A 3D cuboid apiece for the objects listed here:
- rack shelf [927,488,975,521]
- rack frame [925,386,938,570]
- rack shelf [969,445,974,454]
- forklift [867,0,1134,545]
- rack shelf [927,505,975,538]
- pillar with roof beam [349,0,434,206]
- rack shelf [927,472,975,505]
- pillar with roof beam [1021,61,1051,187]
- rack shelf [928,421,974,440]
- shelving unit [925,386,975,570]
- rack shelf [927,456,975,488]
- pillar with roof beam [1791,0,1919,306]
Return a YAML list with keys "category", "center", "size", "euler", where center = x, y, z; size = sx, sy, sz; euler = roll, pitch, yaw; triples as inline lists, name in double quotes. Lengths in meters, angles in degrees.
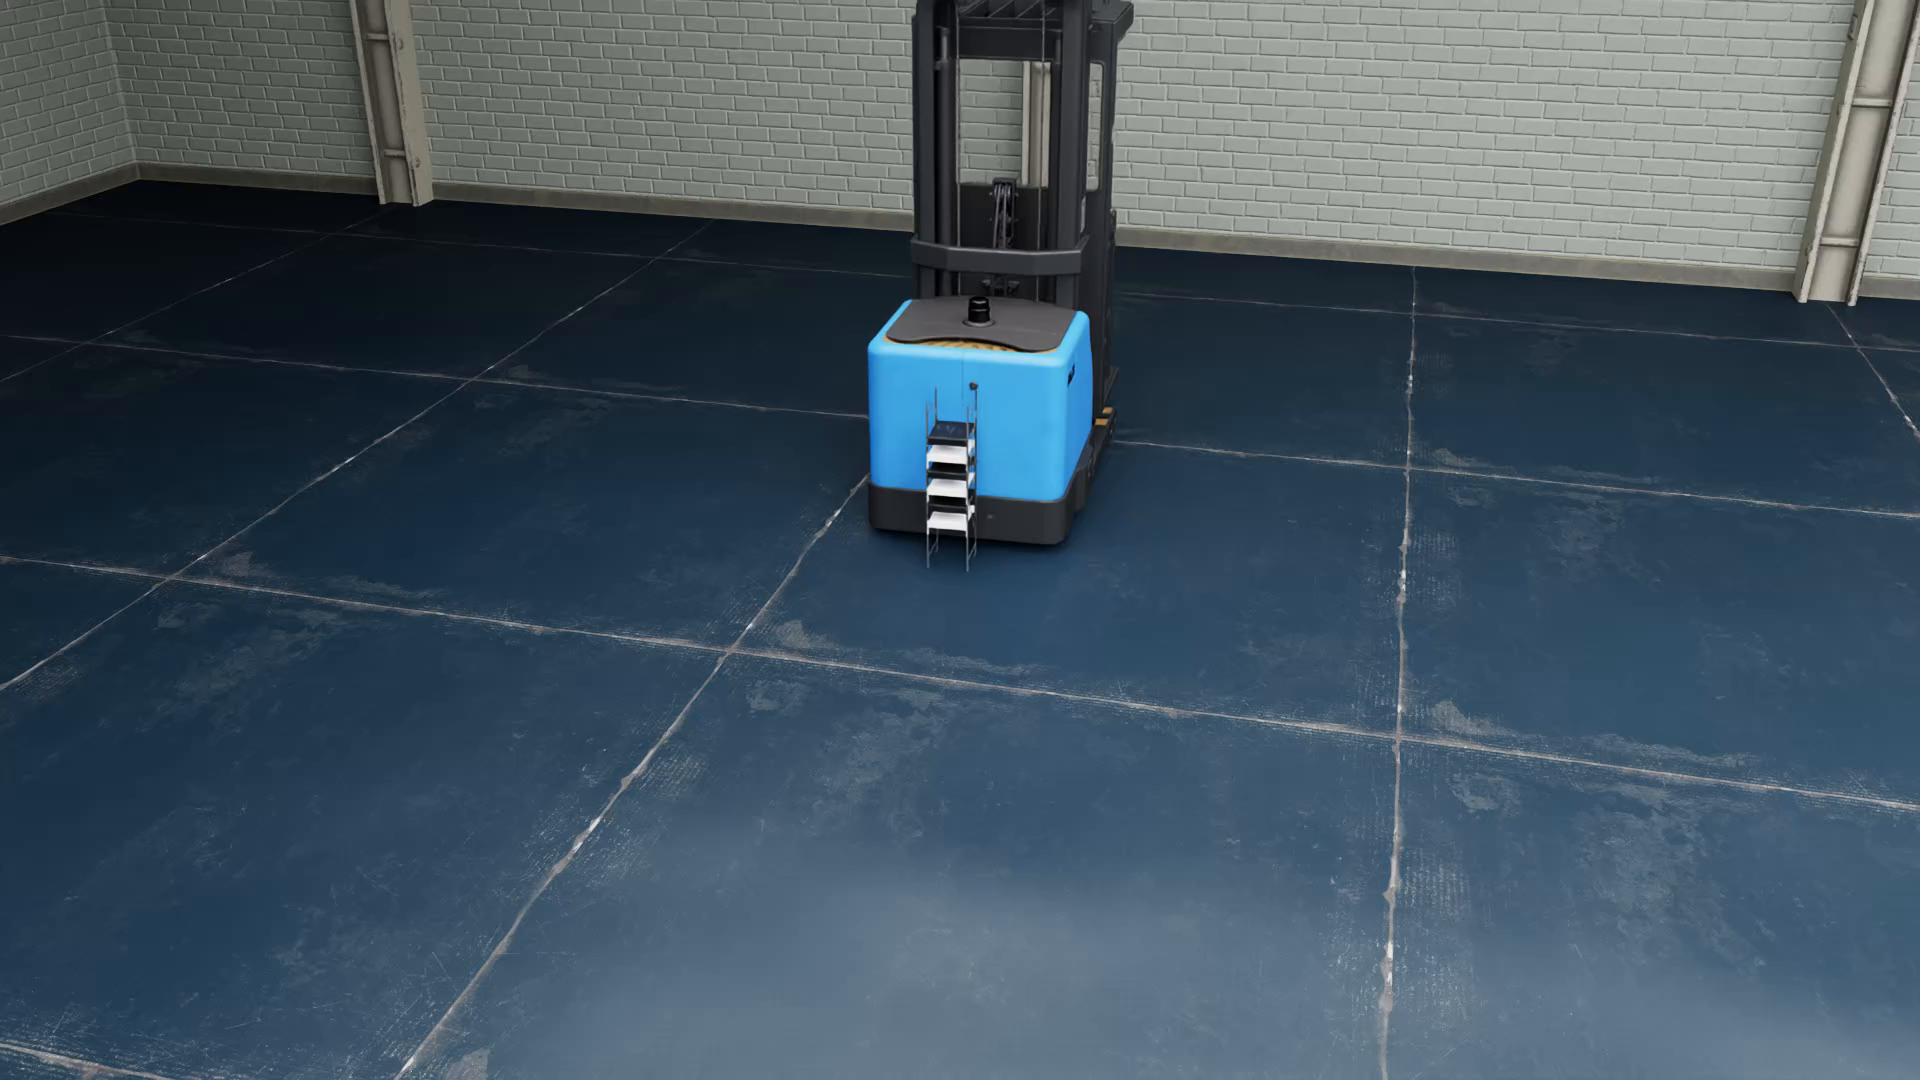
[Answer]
- category: "rack shelf"
  center: [-0.041, -0.187, 8.383]
  size: [0.200, 0.077, 0.258]
  euler: [5, 26, 10]
- category: "rack frame"
  center: [-0.141, -0.307, 8.348]
  size: [0.006, 0.900, 0.240]
  euler: [5, 26, 10]
- category: "rack shelf"
  center: [-0.041, -0.444, 8.261]
  size: [0.184, 0.015, 0.199]
  euler: [5, 26, 10]
- category: "forklift"
  center: [0.338, -1.881, 9.366]
  size: [1.129, 2.867, 3.031]
  euler: [5, 26, 11]
- category: "rack shelf"
  center: [-0.041, -0.106, 8.422]
  size: [0.200, 0.077, 0.258]
  euler: [5, 26, 10]
- category: "pillar with roof beam"
  center: [-6.155, -5.390, 9.603]
  size: [0.400, 9.000, 9.100]
  euler: [6, 26, 13]
- category: "rack shelf"
  center: [-0.041, -0.269, 8.345]
  size: [0.200, 0.077, 0.258]
  euler: [5, 26, 10]
- category: "pillar with roof beam"
  center: [-0.344, -4.748, 8.253]
  size: [0.400, 9.000, 9.100]
  euler: [6, 26, 13]
- category: "rack shelf"
  center: [-0.041, -0.531, 8.220]
  size: [0.190, 0.026, 0.221]
  euler: [5, 26, 10]
- category: "shelving unit"
  center: [-0.044, -0.299, 8.331]
  size: [0.205, 0.900, 0.258]
  euler: [5, 26, 10]
- category: "rack shelf"
  center: [-0.041, -0.350, 8.306]
  size: [0.200, 0.077, 0.258]
  euler: [5, 26, 10]
- category: "pillar with roof beam"
  center: [5.467, -4.105, 6.904]
  size: [0.400, 9.000, 9.100]
  euler: [6, 26, 13]
